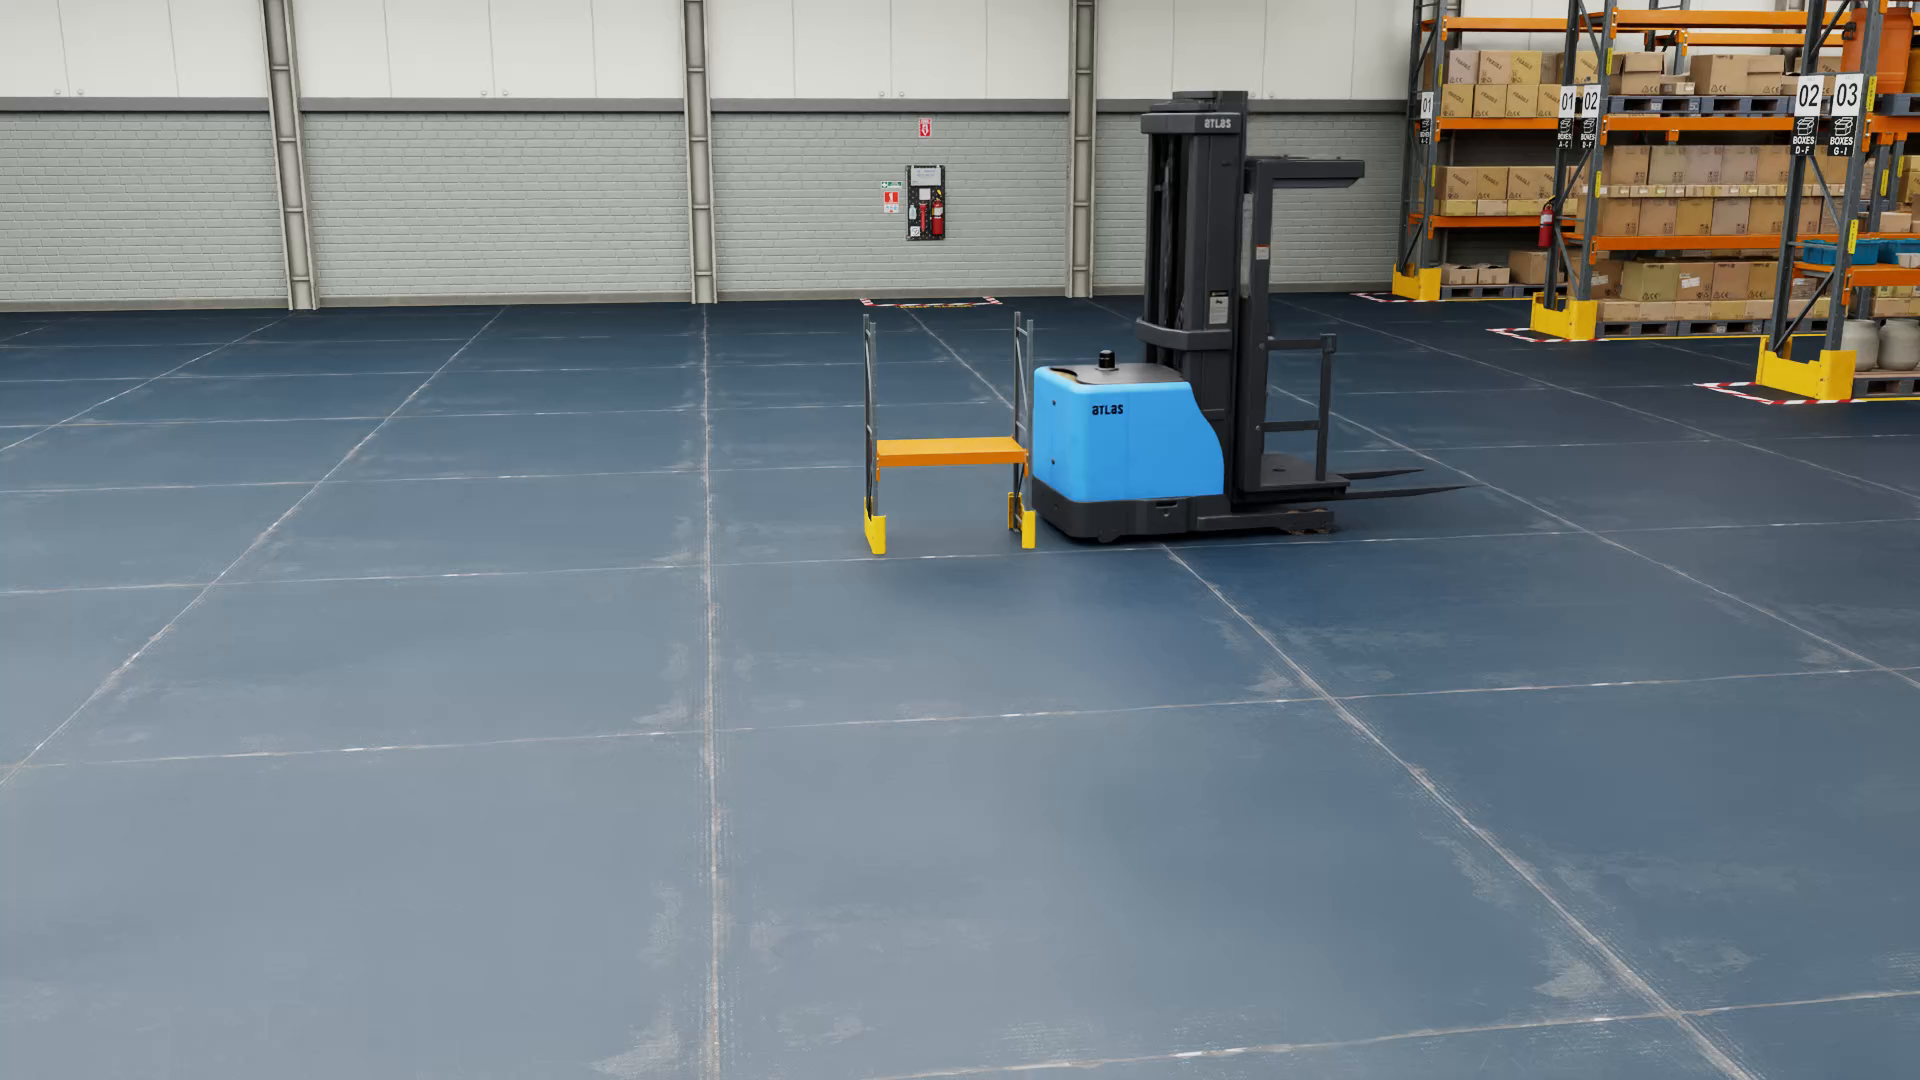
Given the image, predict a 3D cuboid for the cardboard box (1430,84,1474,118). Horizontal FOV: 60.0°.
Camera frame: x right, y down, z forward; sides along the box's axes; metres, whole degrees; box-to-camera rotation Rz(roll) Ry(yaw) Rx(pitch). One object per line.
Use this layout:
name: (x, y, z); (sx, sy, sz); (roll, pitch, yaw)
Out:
cardboard box: (7.662, -6.853, 25.969); (0.500, 0.500, 0.500); (-2, 14, -7)

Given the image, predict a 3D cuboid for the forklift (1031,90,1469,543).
forklift: (2.078, -1.576, 11.481); (3.031, 2.935, 1.130); (-4, 15, -14)

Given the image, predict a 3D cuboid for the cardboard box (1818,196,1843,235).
cardboard box: (11.553, -4.373, 22.285); (0.500, 0.500, 0.700); (-2, 14, -10)

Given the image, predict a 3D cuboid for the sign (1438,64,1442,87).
sign: (7.375, -7.136, 25.549); (0.005, 0.325, 0.100); (-2, 14, -8)

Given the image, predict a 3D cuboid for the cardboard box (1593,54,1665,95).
cardboard box: (8.605, -5.993, 21.423); (0.637, 0.503, 0.797); (-1, 14, -4)

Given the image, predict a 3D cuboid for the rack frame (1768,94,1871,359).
rack frame: (8.770, -3.005, 17.038); (0.127, 3.000, 1.000); (-2, 14, -8)

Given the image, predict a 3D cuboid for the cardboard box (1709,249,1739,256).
cardboard box: (12.478, -4.595, 27.614); (0.500, 0.500, 0.700); (-2, 14, -9)

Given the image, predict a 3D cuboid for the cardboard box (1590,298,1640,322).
cardboard box: (8.599, -3.033, 21.937); (0.500, 0.250, 0.500); (-2, 14, -8)

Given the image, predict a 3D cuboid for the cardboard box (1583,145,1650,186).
cardboard box: (8.552, -4.890, 21.682); (0.500, 0.500, 0.700); (-2, 14, -8)

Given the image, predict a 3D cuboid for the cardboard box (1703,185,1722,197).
cardboard box: (9.729, -4.569, 21.737); (0.250, 0.149, 0.380); (-2, 14, -9)

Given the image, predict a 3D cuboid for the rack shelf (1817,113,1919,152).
rack shelf: (10.748, -4.184, 17.050); (4.000, 0.370, 1.077); (-2, 14, -8)

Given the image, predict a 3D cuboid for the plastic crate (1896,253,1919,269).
plastic crate: (9.703, -2.832, 16.891); (0.250, 0.136, 0.298); (-2, 14, -8)

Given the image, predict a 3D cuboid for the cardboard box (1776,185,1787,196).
cardboard box: (10.748, -4.607, 21.886); (0.250, 0.149, 0.380); (-2, 14, -9)

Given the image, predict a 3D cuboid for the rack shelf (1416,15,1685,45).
rack shelf: (9.272, -8.020, 26.187); (4.000, 0.370, 1.077); (-2, 14, -8)

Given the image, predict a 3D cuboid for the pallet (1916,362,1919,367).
pallet: (10.846, -1.738, 17.719); (1.213, 0.211, 1.003); (-2, 14, -8)

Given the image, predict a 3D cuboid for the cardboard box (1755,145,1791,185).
cardboard box: (10.558, -4.965, 21.981); (0.500, 0.500, 0.700); (-2, 14, -8)

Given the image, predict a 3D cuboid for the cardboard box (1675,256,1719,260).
cardboard box: (10.003, -3.579, 22.574); (0.500, 0.500, 0.500); (-2, 14, -8)

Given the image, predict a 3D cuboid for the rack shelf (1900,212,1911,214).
rack shelf: (17.182, -5.402, 28.073); (4.000, 0.370, 1.077); (-2, 14, -8)

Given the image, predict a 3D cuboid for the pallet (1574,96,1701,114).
pallet: (8.739, -5.628, 21.513); (1.213, 0.211, 1.003); (-2, 14, -8)

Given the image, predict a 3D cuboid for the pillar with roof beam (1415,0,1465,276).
pillar with roof beam: (8.499, -7.496, 22.612); (0.400, 9.000, 9.100); (-2, 14, -8)

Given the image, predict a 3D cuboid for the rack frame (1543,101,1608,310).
rack frame: (8.036, -4.197, 21.789); (0.127, 3.000, 1.000); (-2, 14, -8)

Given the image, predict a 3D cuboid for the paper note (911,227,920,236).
paper note: (-0.710, -4.907, 26.431); (0.142, 0.148, 0.016); (-2, 14, -8)

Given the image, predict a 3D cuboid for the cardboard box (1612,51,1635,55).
cardboard box: (10.251, -7.425, 26.195); (0.500, 0.500, 0.500); (-1, 14, -5)

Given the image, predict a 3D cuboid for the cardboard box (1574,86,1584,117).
cardboard box: (9.743, -6.924, 26.251); (0.500, 0.500, 0.500); (-3, 14, -11)

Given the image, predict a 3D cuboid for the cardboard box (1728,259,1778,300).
cardboard box: (10.575, -3.472, 22.146); (0.500, 0.500, 0.500); (-2, 14, -8)

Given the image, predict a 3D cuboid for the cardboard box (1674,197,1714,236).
cardboard box: (9.510, -4.296, 21.979); (0.500, 0.500, 0.700); (-2, 14, -8)

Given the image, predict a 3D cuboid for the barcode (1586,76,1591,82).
barcode: (8.262, -6.060, 21.860); (0.075, 0.075, 0.001); (-2, 14, -8)

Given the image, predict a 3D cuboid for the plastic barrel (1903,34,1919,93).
plastic barrel: (9.878, -4.827, 16.886); (0.600, 0.588, 0.600); (0, 14, 0)

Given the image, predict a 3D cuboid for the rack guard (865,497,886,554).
rack guard: (-0.568, -0.100, 11.108); (0.087, 0.250, 0.587); (-2, 14, -8)

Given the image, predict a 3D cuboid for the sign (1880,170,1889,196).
sign: (12.075, -4.667, 21.720); (0.005, 0.325, 0.100); (-2, 14, -8)

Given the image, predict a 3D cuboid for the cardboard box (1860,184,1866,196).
cardboard box: (11.754, -4.643, 22.032); (0.250, 0.149, 0.380); (-2, 14, -8)

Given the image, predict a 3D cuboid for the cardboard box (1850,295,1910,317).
cardboard box: (12.427, -3.167, 22.472); (0.500, 0.250, 0.500); (-2, 14, -10)

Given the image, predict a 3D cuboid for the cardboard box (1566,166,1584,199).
cardboard box: (9.836, -5.707, 26.538); (0.500, 0.500, 0.500); (-3, 14, -10)

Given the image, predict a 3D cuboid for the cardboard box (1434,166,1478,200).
cardboard box: (7.811, -5.634, 26.245); (0.500, 0.500, 0.500); (-2, 14, -8)

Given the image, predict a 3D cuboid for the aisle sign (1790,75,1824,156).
aisle sign: (8.654, -4.335, 16.996); (0.004, 0.787, 0.394); (-2, 14, -8)

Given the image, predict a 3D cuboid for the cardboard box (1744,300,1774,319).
cardboard box: (10.577, -3.105, 22.225); (0.500, 0.250, 0.500); (-2, 14, -8)

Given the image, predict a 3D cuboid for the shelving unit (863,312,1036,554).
shelving unit: (-0.075, -0.725, 11.028); (1.083, 1.500, 0.587); (-2, 14, -8)

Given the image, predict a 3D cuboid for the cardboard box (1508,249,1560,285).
cardboard box: (9.288, -4.428, 26.945); (0.500, 0.500, 0.700); (-3, 14, -12)

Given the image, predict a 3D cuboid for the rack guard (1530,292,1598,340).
rack guard: (8.012, -2.983, 22.090); (0.348, 0.500, 1.175); (-2, 14, -8)

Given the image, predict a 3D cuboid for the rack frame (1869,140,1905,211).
rack frame: (15.205, -5.678, 27.696); (0.127, 3.000, 1.000); (-2, 14, -8)

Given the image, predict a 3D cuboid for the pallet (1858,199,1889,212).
pallet: (14.516, -5.534, 27.514); (1.003, 0.211, 1.213); (-2, 14, -8)

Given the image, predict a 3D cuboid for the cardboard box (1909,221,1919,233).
cardboard box: (12.898, -4.203, 22.330); (0.250, 0.149, 0.380); (-2, 14, -8)

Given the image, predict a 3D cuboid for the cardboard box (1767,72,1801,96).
cardboard box: (10.920, -6.051, 22.047); (0.500, 0.311, 0.500); (-3, 14, -11)

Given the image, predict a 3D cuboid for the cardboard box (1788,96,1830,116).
cardboard box: (13.909, -7.168, 27.218); (0.637, 0.503, 0.797); (0, 14, 0)

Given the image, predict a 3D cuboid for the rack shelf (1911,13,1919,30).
rack shelf: (13.969, -6.781, 22.063); (4.000, 0.370, 1.077); (-2, 14, -8)

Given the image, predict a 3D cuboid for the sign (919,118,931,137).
sign: (-0.548, -6.472, 26.096); (0.199, 0.298, 0.001); (-2, 14, -8)

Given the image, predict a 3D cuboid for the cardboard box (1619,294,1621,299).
cardboard box: (9.015, -3.178, 22.518); (0.500, 0.250, 0.500); (-2, 14, -8)

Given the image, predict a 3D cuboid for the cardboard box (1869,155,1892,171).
cardboard box: (15.615, -6.323, 27.868); (0.500, 0.250, 0.500); (-2, 14, -7)

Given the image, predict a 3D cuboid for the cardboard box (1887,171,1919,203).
cardboard box: (15.723, -5.837, 27.470); (0.500, 0.500, 0.500); (-2, 14, -7)

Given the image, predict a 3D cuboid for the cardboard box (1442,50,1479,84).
cardboard box: (7.711, -7.342, 25.862); (0.500, 0.500, 0.500); (-3, 14, -12)

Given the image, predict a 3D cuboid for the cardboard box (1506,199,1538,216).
cardboard box: (8.840, -5.306, 26.479); (0.500, 0.250, 0.500); (-2, 14, -9)

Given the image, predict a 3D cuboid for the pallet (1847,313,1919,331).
pallet: (12.714, -3.025, 22.851); (1.213, 0.211, 1.003); (-2, 14, -8)

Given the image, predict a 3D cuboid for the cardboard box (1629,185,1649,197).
cardboard box: (8.716, -4.532, 21.589); (0.250, 0.149, 0.380); (-2, 14, -10)
